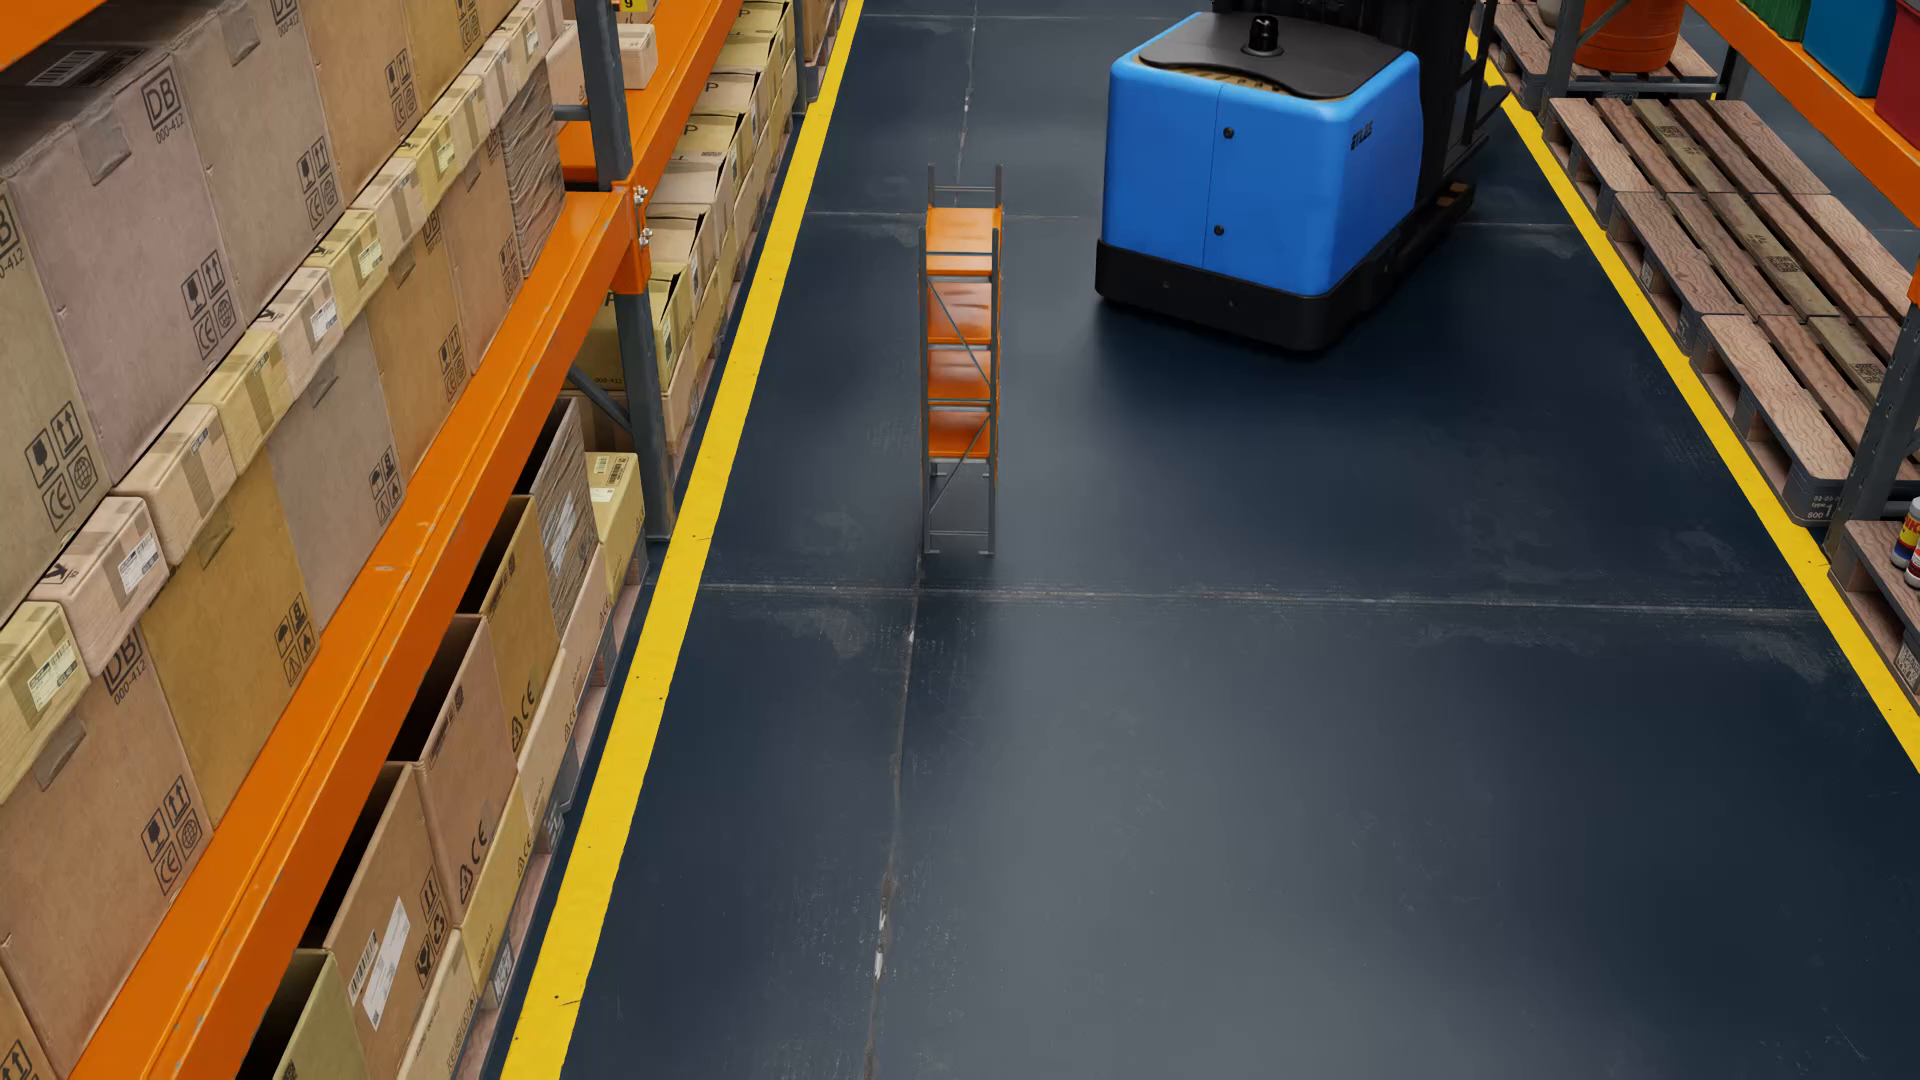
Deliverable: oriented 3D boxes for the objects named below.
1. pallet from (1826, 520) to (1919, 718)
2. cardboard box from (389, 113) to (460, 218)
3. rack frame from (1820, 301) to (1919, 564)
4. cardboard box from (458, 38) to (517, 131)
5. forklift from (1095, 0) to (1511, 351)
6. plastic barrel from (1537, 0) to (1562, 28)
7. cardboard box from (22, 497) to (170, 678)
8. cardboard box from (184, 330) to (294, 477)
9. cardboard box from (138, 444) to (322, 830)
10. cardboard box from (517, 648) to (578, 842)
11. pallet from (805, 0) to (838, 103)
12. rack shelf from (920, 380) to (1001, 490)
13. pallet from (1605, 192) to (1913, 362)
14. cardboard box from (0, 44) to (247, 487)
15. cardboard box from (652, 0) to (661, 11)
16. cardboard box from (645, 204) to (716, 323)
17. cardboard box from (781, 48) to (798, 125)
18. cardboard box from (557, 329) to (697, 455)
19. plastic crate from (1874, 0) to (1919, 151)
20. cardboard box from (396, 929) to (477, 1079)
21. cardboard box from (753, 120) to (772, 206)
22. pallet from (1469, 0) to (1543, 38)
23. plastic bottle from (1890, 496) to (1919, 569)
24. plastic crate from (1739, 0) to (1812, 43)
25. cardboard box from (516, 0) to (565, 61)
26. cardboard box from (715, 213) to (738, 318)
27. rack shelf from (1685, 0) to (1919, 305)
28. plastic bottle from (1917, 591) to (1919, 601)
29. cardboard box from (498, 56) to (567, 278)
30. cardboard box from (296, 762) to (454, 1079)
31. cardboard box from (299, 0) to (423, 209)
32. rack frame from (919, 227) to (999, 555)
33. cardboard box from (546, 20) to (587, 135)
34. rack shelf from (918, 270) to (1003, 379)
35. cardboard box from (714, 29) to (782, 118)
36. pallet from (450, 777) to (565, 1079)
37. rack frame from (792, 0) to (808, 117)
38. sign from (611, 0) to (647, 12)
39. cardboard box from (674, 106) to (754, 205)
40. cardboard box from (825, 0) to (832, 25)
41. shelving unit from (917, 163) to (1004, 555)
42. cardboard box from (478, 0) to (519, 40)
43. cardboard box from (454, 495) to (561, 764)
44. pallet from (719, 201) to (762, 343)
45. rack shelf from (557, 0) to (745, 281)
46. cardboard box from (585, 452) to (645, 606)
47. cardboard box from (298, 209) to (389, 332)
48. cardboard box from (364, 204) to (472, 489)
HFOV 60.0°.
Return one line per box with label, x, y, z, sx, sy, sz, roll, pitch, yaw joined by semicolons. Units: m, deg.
pallet;3.383;0.374;5.035;1.003;0.211;1.213;1;35;2
cardboard box;-1.337;-0.829;3.670;0.380;0.149;0.250;1;35;2
rack frame;3.451;-1.152;4.780;1.000;3.000;0.127;1;35;2
cardboard box;-1.315;-1.121;4.085;0.380;0.149;0.250;0;35;1
forklift;1.800;-2.775;7.149;1.130;2.935;3.031;20;40;26
plastic barrel;3.548;-3.212;9.510;0.421;0.512;0.421;0;35;0
cardboard box;-1.396;0.063;2.401;0.380;0.149;0.250;1;35;1
cardboard box;-1.378;-0.237;2.828;0.380;0.149;0.250;1;35;1
cardboard box;-1.585;0.134;2.864;0.700;0.500;0.500;2;35;2
cardboard box;-1.333;0.531;4.412;0.500;0.250;0.500;1;35;2
pallet;-1.269;-2.854;9.627;1.003;0.211;1.213;1;35;2
rack shelf;0.007;-0.368;5.693;0.258;0.148;0.480;1;35;2
pallet;3.491;-1.166;7.225;1.003;0.211;1.213;1;35;2
cardboard box;-1.590;-0.432;2.541;0.700;0.500;0.500;1;35;2
cardboard box;-1.409;-2.341;6.385;0.500;0.500;0.500;1;35;2
cardboard box;-1.207;-1.064;6.194;0.500;0.311;0.500;1;35;1
cardboard box;-1.114;-2.306;8.448;0.500;0.250;0.500;2;35;3
cardboard box;-1.234;-0.541;5.938;0.500;0.250;0.500;1;35;1
plastic crate;3.165;-1.463;5.168;0.402;0.464;0.583;1;35;2
cardboard box;-1.378;1.105;3.595;0.500;0.250;0.500;1;35;2
cardboard box;-1.155;-1.720;7.615;0.500;0.250;0.500;2;35;3
pallet;3.654;-3.462;10.493;1.003;0.211;1.213;1;35;2
plastic bottle;3.001;-0.043;5.192;0.097;0.271;0.097;0;35;0
plastic crate;3.239;-2.072;6.274;0.450;0.188;0.662;1;35;2
cardboard box;-1.295;-1.414;4.502;0.380;0.149;0.250;1;35;2
cardboard box;-1.194;-1.133;6.779;0.500;0.250;0.500;0;35;0
rack shelf;3.532;-2.007;6.622;1.077;0.370;4.000;1;35;2
plastic bottle;2.993;0.103;5.046;0.097;0.201;0.097;0;35;0
cardboard box;-1.509;-1.054;4.555;0.700;0.500;0.500;0;35;1
cardboard box;-1.389;0.798;3.380;0.500;0.500;0.500;1;35;2
cardboard box;-1.549;-1.007;3.359;0.700;0.500;0.500;1;35;2
rack frame;-0.003;-0.446;5.341;0.240;1.200;0.015;1;35;2
cardboard box;-1.522;-1.491;5.393;0.500;0.250;0.500;3;35;5
rack shelf;0.007;-0.714;5.450;0.258;0.148;0.480;1;35;2
cardboard box;-1.126;-2.238;7.863;0.500;0.311;0.500;1;35;1
pallet;-1.618;1.031;4.099;1.003;0.211;1.213;1;35;2
rack frame;-1.337;-3.567;8.216;1.000;3.000;0.127;1;35;2
sign;-0.943;-1.643;4.658;0.100;0.325;0.005;1;35;2
cardboard box;-1.172;-1.660;7.041;0.500;0.311;0.500;2;35;3
cardboard box;-1.018;-3.280;9.599;0.500;0.500;0.500;0;35;0
shelving unit;0.007;-0.586;5.540;0.258;1.200;0.503;1;35;2
cardboard box;-1.509;-1.585;4.181;0.700;0.500;0.500;1;35;2
cardboard box;-1.346;0.224;4.197;0.500;0.500;0.500;1;35;2
pallet;-1.461;-1.255;7.352;1.003;0.211;1.213;1;35;2
rack shelf;-1.417;-2.123;6.788;1.077;0.370;4.000;1;35;2
cardboard box;-1.298;-0.044;5.230;0.500;0.250;0.500;1;35;2
cardboard box;-1.355;-0.531;3.246;0.380;0.149;0.250;2;35;3
cardboard box;-1.548;-0.463;3.713;0.700;0.500;0.500;2;35;3
